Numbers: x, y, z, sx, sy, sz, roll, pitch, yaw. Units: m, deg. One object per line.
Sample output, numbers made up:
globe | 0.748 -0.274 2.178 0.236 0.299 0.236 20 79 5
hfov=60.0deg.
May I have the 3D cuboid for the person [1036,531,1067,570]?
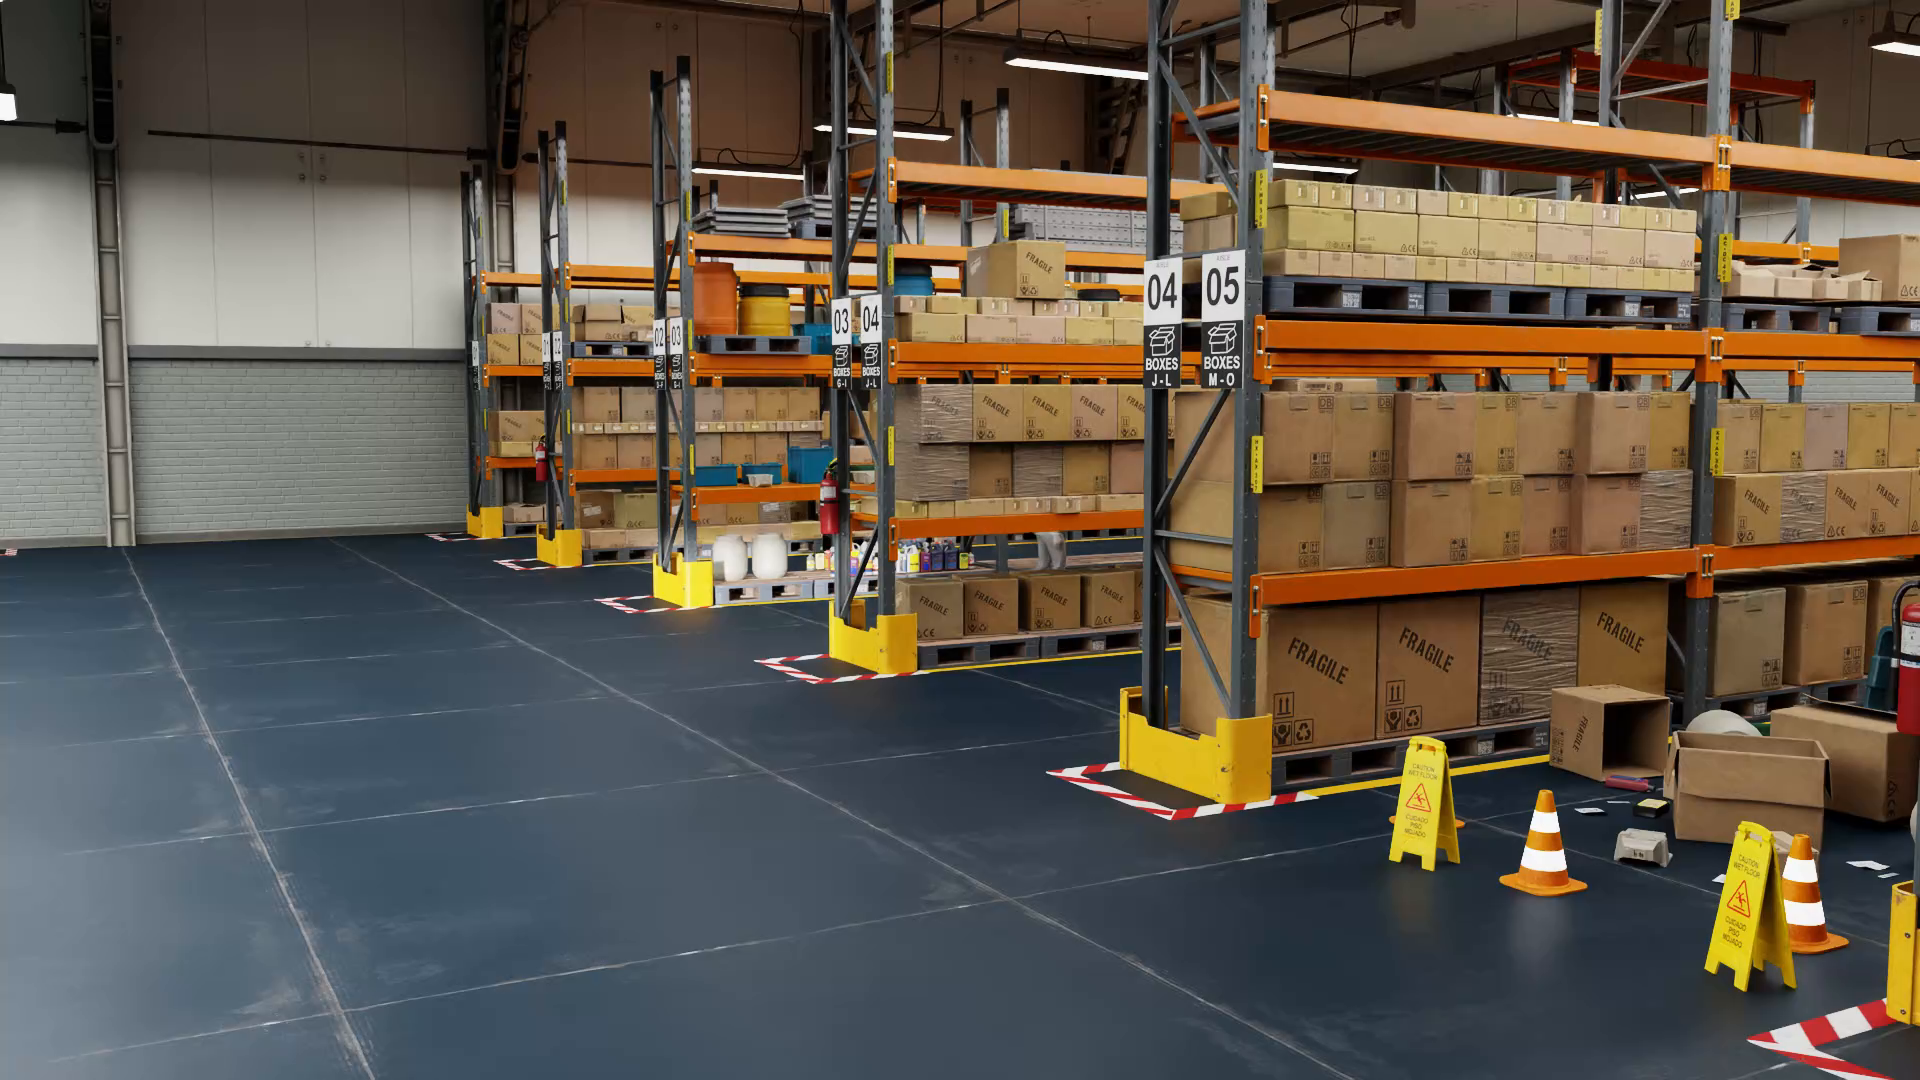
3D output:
person | 1.057 -0.073 18.160 0.539 1.673 0.495 -1 5 -13
